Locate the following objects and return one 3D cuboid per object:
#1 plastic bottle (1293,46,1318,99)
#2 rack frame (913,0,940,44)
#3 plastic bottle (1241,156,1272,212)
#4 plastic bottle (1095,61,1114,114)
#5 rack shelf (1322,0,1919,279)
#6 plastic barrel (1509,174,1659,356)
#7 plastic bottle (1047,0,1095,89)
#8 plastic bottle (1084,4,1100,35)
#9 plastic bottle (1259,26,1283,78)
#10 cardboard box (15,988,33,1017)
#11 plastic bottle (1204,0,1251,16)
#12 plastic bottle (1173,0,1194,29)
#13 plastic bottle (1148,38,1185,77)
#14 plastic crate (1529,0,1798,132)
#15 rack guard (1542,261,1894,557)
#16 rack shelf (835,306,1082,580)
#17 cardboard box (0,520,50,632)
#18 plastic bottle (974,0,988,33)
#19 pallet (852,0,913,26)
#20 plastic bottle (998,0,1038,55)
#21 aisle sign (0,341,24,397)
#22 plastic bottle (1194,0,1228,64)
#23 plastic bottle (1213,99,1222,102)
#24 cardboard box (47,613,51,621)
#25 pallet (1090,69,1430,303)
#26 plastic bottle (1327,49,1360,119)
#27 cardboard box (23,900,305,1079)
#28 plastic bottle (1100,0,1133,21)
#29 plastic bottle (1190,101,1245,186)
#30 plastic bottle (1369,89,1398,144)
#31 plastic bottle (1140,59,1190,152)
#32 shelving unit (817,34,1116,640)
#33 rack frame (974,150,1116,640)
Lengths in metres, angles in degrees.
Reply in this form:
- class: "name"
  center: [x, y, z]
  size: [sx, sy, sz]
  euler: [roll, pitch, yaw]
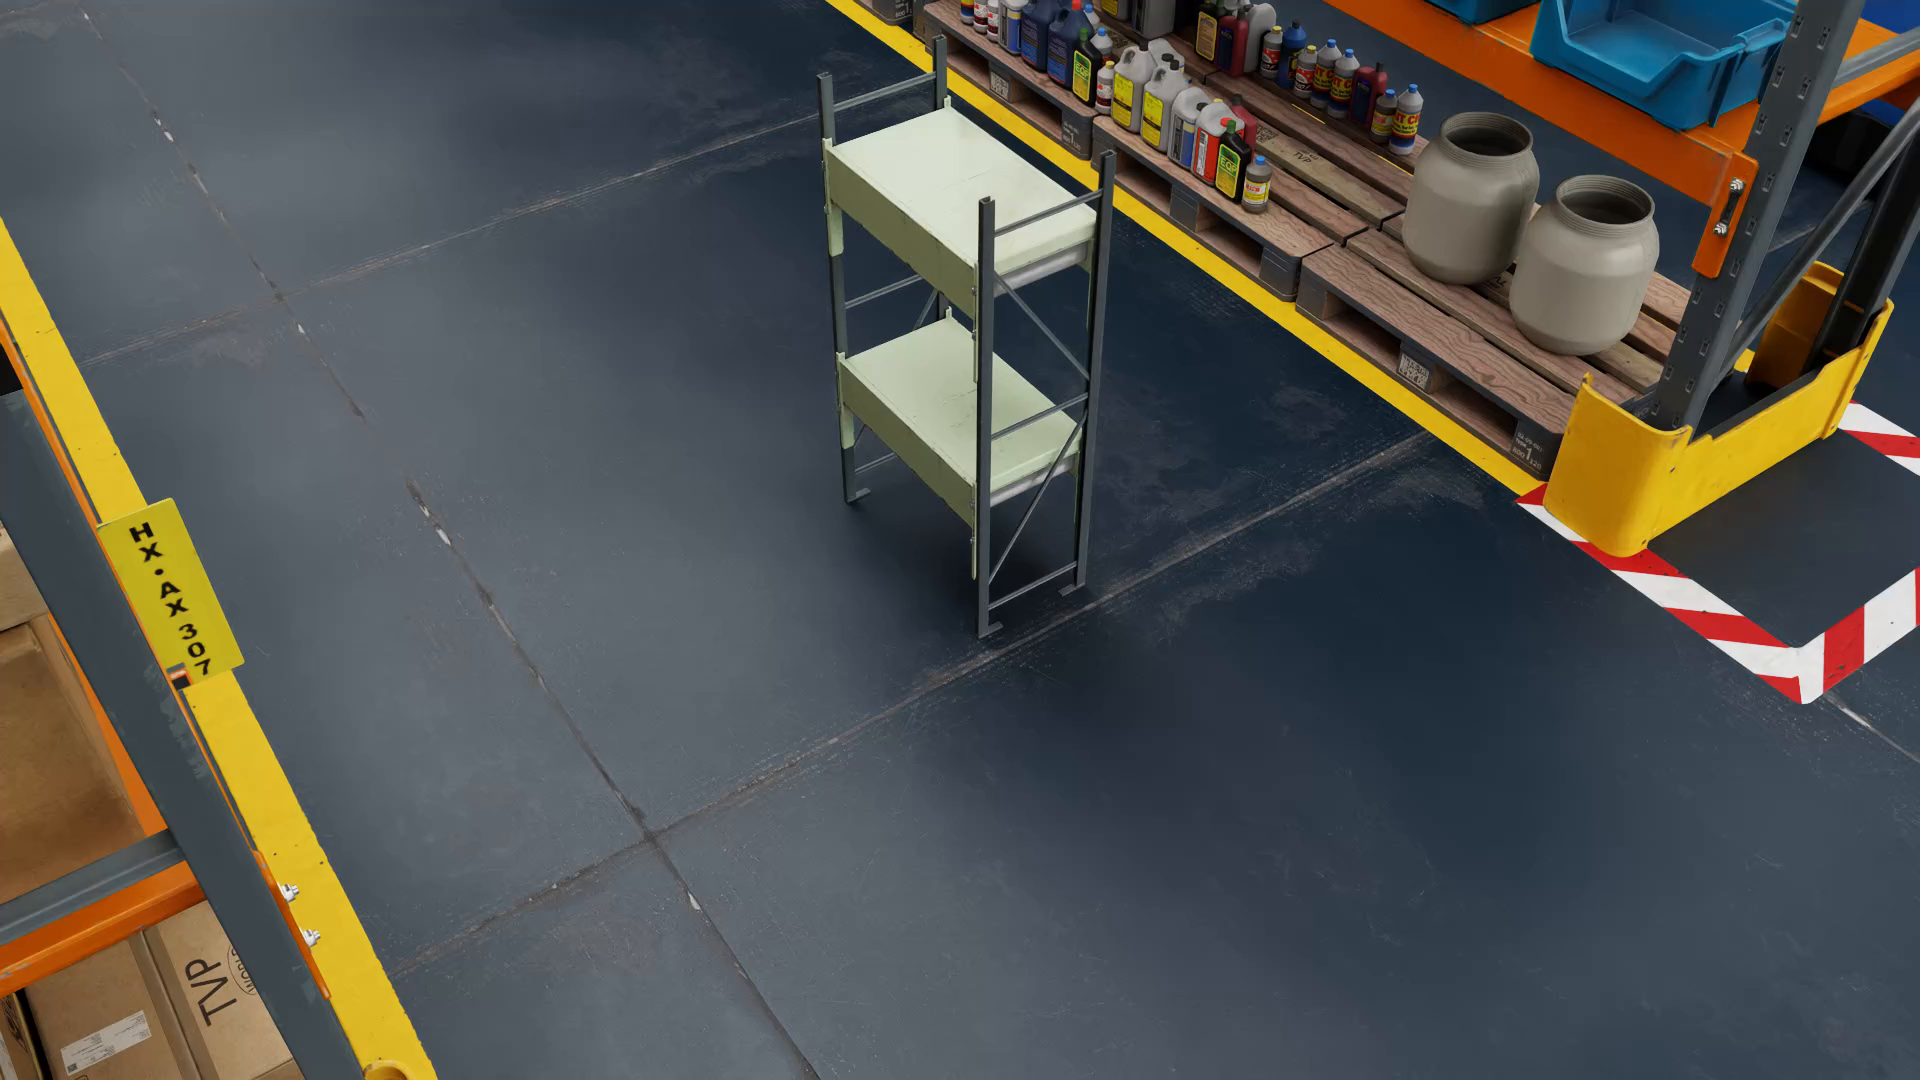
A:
- class: "plastic bottle"
  center: [1.424, -1.920, 6.797]
  size: [0.097, 0.201, 0.097]
  euler: [0, 44, 0]
- class: "rack frame"
  center: [0.227, -3.581, 6.829]
  size: [1.000, 3.000, 0.127]
  euler: [-26, 49, -24]
- class: "plastic bottle"
  center: [1.105, -1.330, 6.179]
  size: [0.097, 0.201, 0.097]
  euler: [0, 44, 0]
- class: "plastic bottle"
  center: [0.599, -1.831, 6.703]
  size: [0.097, 0.201, 0.097]
  euler: [0, 44, 0]
- class: "rack shelf"
  center: [1.371, -2.188, 5.891]
  size: [1.077, 0.370, 4.000]
  euler: [-26, 49, -24]
- class: "plastic barrel"
  center: [2.076, -0.911, 5.529]
  size: [0.421, 0.512, 0.421]
  euler: [0, 44, 0]
- class: "plastic bottle"
  center: [0.456, -2.054, 6.829]
  size: [0.144, 0.351, 0.185]
  euler: [-28, 50, -26]
- class: "plastic bottle"
  center: [0.530, -2.098, 6.933]
  size: [0.097, 0.271, 0.097]
  euler: [0, 44, 0]
- class: "plastic bottle"
  center: [1.306, -2.036, 6.919]
  size: [0.097, 0.201, 0.097]
  euler: [0, 44, 0]
- class: "cardboard box"
  center: [-2.395, 1.016, 3.701]
  size: [0.500, 0.250, 0.500]
  euler: [-26, 49, -24]
- class: "plastic bottle"
  center: [1.126, -2.240, 7.024]
  size: [0.144, 0.351, 0.185]
  euler: [-26, 49, -25]
- class: "plastic bottle"
  center: [0.941, -2.423, 7.215]
  size: [0.144, 0.351, 0.185]
  euler: [-28, 50, -26]
- class: "plastic bottle"
  center: [0.807, -1.859, 6.679]
  size: [0.152, 0.276, 0.135]
  euler: [-26, 49, -24]
- class: "plastic crate"
  center: [1.983, -1.427, 4.681]
  size: [0.499, 0.251, 0.616]
  euler: [-26, 49, -24]
- class: "rack guard"
  center: [2.433, -0.436, 5.345]
  size: [1.175, 0.500, 0.348]
  euler: [-26, 49, -24]
- class: "rack shelf"
  center: [0.004, -0.303, 4.953]
  size: [0.431, 0.370, 0.720]
  euler: [-26, 49, -24]
- class: "cardboard box"
  center: [-1.598, 0.061, 2.472]
  size: [0.380, 0.149, 0.250]
  euler: [-26, 49, -25]
- class: "plastic bottle"
  center: [0.108, -2.317, 7.213]
  size: [0.097, 0.201, 0.097]
  euler: [0, 44, 0]
- class: "pallet"
  center: [-0.254, -3.002, 8.242]
  size: [1.003, 0.211, 1.213]
  euler: [-26, 49, -24]
- class: "plastic bottle"
  center: [0.257, -2.229, 7.067]
  size: [0.152, 0.276, 0.135]
  euler: [-24, 49, -23]
- class: "aisle sign"
  center: [-1.261, -0.385, 1.599]
  size: [0.394, 0.787, 0.004]
  euler: [-26, 49, -24]
- class: "plastic bottle"
  center: [1.057, -2.160, 6.989]
  size: [0.061, 0.283, 0.133]
  euler: [-26, 49, -24]
- class: "plastic bottle"
  center: [0.996, -1.622, 6.485]
  size: [0.097, 0.201, 0.097]
  euler: [0, 44, 0]
- class: "cardboard box"
  center: [-2.111, 0.038, 2.966]
  size: [0.700, 0.500, 0.500]
  euler: [-24, 49, -23]
- class: "pallet"
  center: [1.279, -1.484, 6.652]
  size: [1.003, 0.211, 1.213]
  euler: [-26, 49, -24]
- class: "plastic bottle"
  center: [1.538, -1.832, 6.654]
  size: [0.097, 0.271, 0.097]
  euler: [0, 44, 0]
- class: "cardboard box"
  center: [-1.674, 1.090, 3.623]
  size: [0.500, 0.250, 0.500]
  euler: [-26, 49, -24]
- class: "plastic bottle"
  center: [0.713, -2.475, 7.270]
  size: [0.144, 0.351, 0.185]
  euler: [-26, 49, -24]
- class: "plastic bottle"
  center: [0.983, -1.510, 6.314]
  size: [0.152, 0.276, 0.135]
  euler: [-25, 49, -24]
- class: "plastic bottle"
  center: [1.674, -1.671, 6.537]
  size: [0.097, 0.201, 0.097]
  euler: [0, 44, 0]
- class: "plastic bottle"
  center: [0.806, -1.708, 6.467]
  size: [0.144, 0.351, 0.185]
  euler: [-24, 49, -23]
- class: "shelving unit"
  center: [0.004, -0.539, 4.728]
  size: [0.431, 1.500, 0.755]
  euler: [-26, 49, -24]
- class: "rack frame"
  center: [0.213, -0.331, 4.511]
  size: [0.400, 1.500, 0.023]
  euler: [-26, 49, -24]
